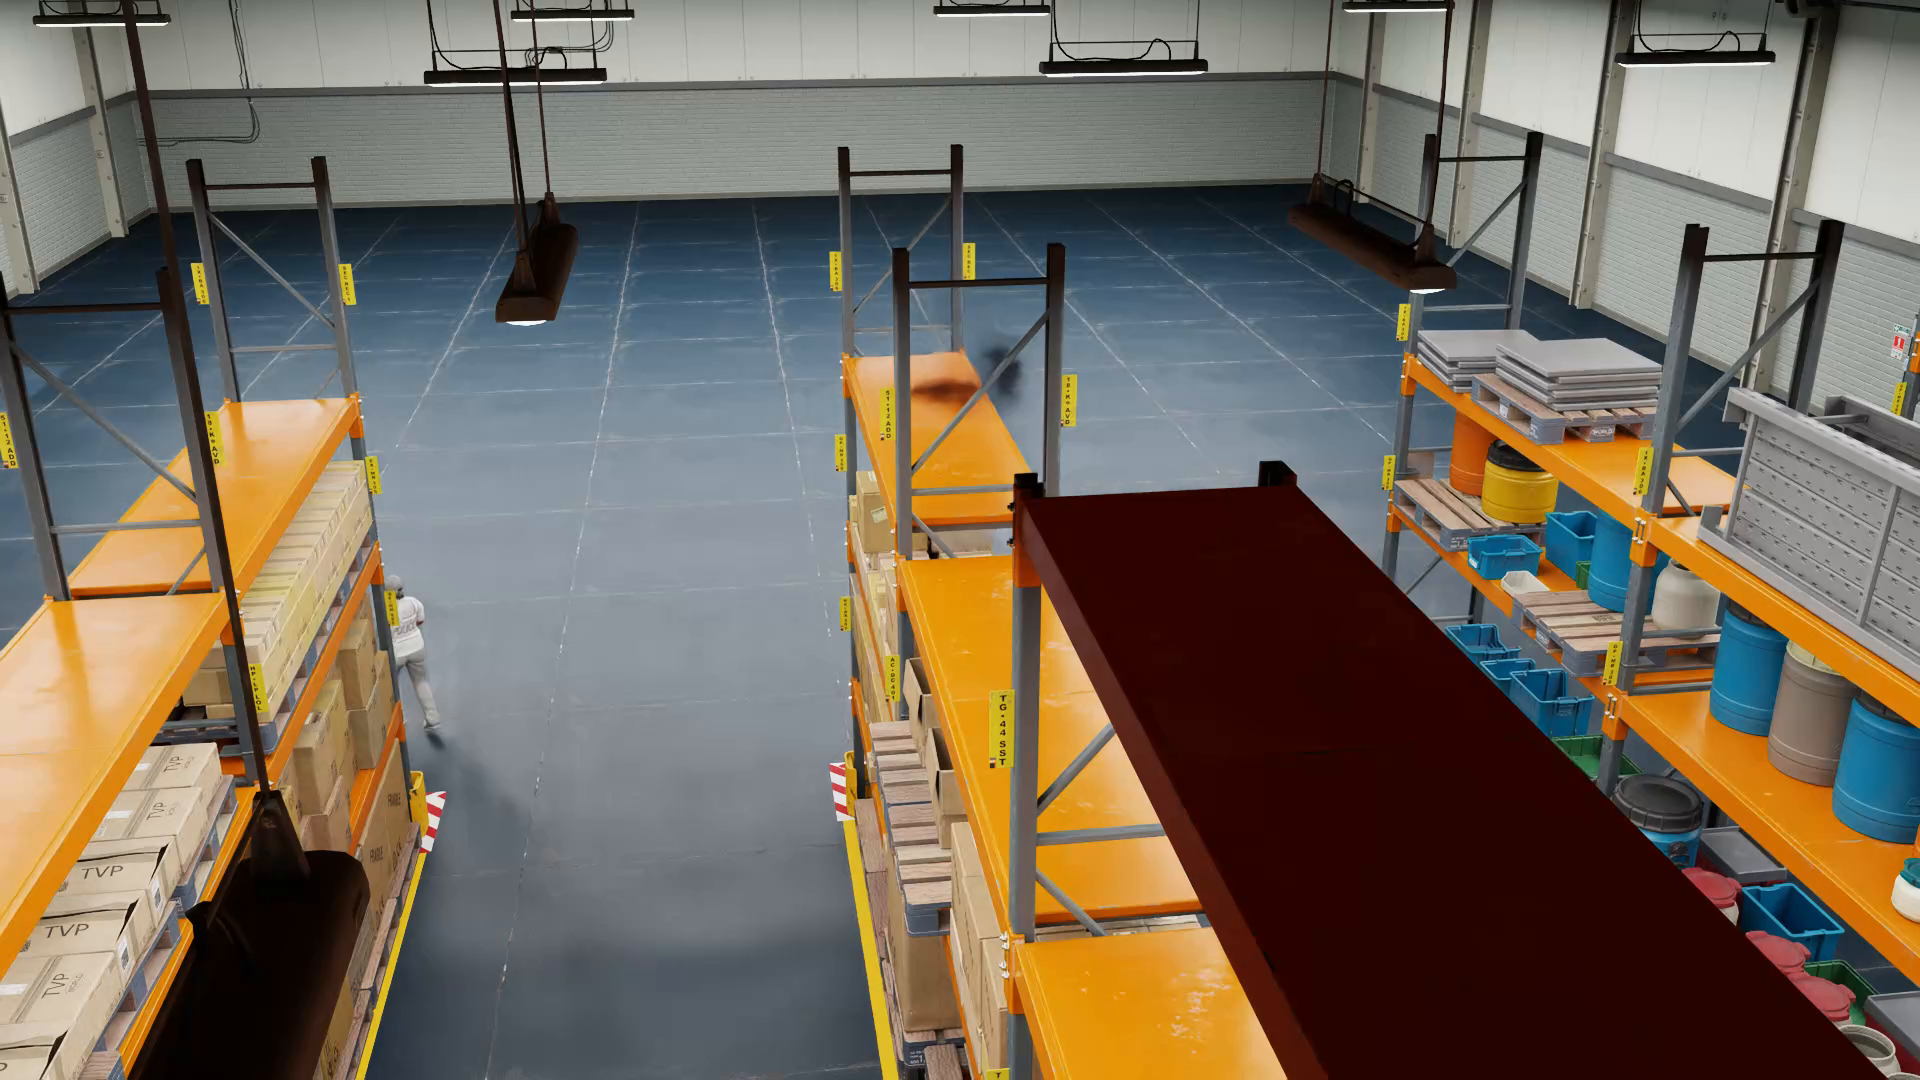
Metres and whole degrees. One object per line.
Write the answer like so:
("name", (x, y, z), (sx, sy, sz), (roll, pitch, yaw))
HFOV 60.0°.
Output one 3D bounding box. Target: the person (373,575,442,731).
("person", (-5.533, 1.158, 16.490), (0.588, 1.725, 0.742), (-18, 28, -38))
